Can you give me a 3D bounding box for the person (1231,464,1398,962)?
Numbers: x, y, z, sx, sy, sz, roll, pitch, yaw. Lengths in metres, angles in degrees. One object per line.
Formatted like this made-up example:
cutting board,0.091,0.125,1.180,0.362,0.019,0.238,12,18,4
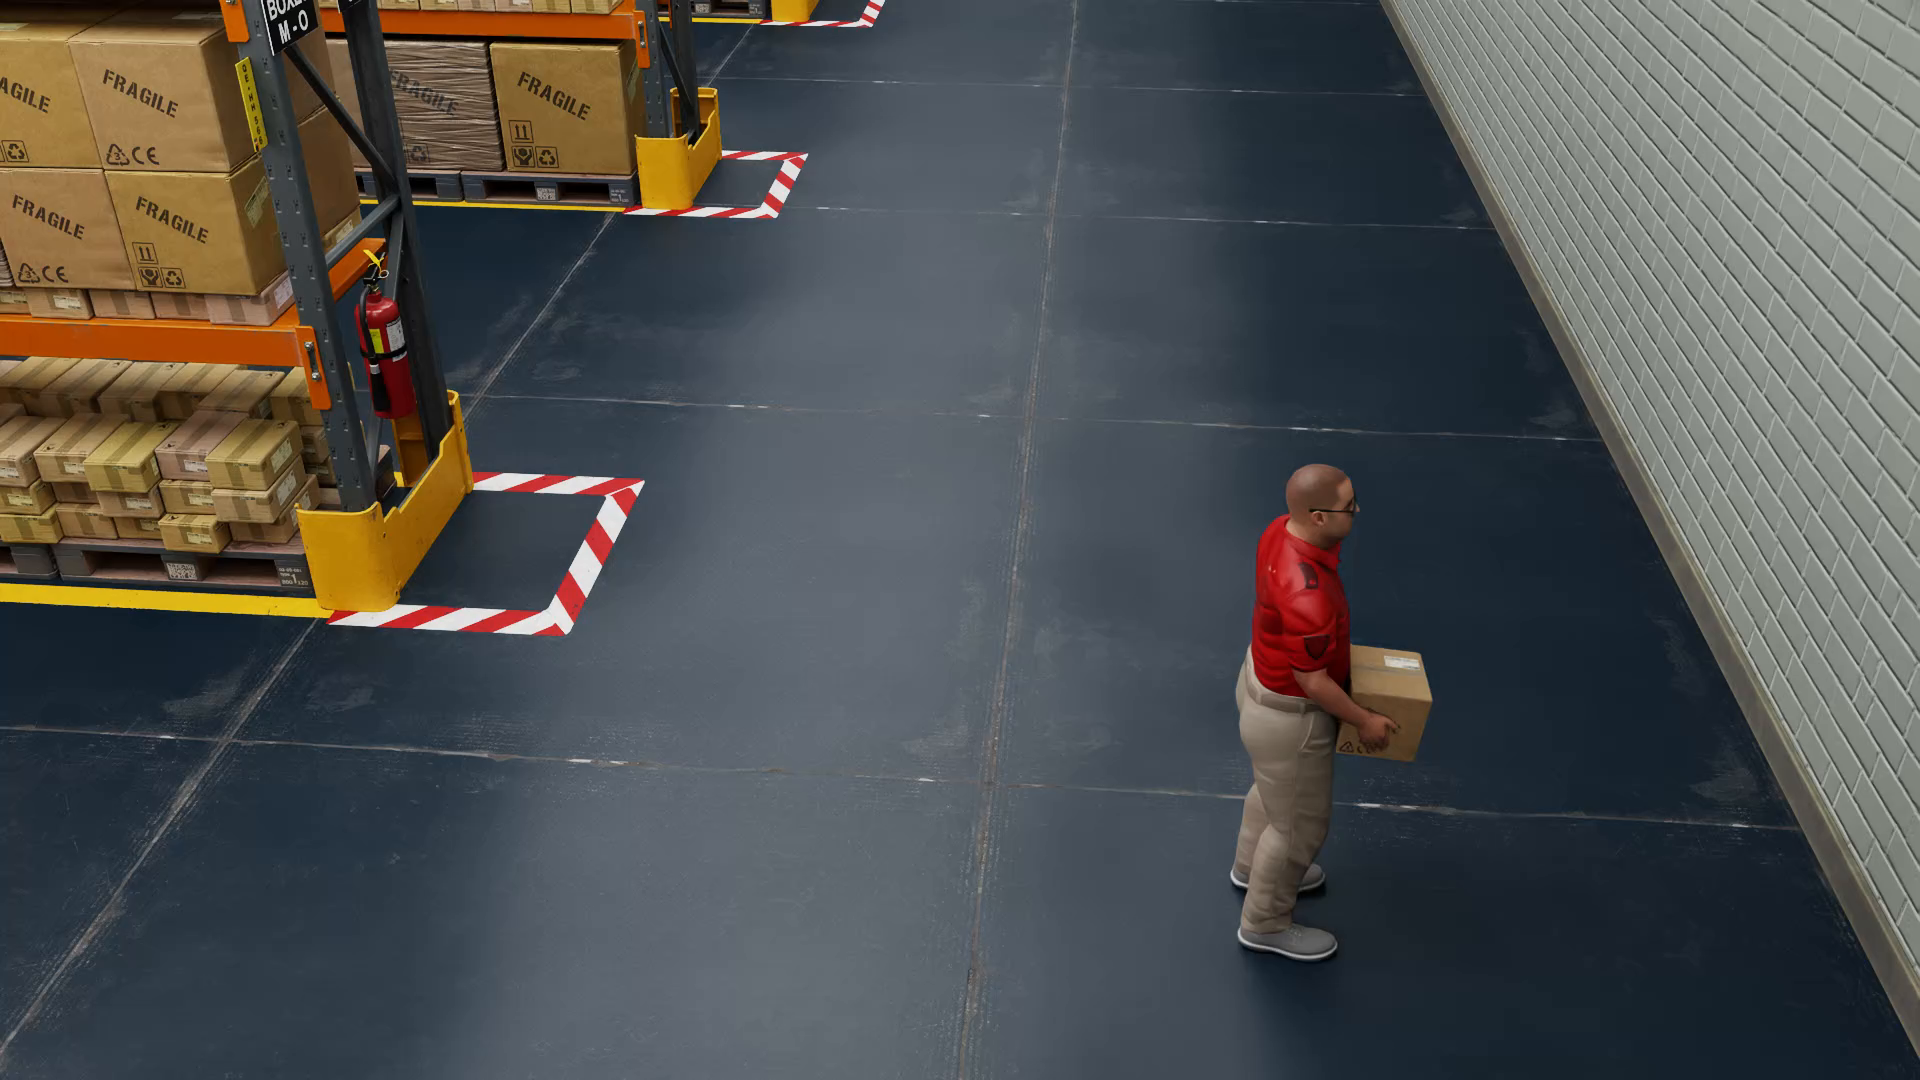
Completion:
person,1.124,0.532,5.284,0.483,1.733,0.530,2,32,3
